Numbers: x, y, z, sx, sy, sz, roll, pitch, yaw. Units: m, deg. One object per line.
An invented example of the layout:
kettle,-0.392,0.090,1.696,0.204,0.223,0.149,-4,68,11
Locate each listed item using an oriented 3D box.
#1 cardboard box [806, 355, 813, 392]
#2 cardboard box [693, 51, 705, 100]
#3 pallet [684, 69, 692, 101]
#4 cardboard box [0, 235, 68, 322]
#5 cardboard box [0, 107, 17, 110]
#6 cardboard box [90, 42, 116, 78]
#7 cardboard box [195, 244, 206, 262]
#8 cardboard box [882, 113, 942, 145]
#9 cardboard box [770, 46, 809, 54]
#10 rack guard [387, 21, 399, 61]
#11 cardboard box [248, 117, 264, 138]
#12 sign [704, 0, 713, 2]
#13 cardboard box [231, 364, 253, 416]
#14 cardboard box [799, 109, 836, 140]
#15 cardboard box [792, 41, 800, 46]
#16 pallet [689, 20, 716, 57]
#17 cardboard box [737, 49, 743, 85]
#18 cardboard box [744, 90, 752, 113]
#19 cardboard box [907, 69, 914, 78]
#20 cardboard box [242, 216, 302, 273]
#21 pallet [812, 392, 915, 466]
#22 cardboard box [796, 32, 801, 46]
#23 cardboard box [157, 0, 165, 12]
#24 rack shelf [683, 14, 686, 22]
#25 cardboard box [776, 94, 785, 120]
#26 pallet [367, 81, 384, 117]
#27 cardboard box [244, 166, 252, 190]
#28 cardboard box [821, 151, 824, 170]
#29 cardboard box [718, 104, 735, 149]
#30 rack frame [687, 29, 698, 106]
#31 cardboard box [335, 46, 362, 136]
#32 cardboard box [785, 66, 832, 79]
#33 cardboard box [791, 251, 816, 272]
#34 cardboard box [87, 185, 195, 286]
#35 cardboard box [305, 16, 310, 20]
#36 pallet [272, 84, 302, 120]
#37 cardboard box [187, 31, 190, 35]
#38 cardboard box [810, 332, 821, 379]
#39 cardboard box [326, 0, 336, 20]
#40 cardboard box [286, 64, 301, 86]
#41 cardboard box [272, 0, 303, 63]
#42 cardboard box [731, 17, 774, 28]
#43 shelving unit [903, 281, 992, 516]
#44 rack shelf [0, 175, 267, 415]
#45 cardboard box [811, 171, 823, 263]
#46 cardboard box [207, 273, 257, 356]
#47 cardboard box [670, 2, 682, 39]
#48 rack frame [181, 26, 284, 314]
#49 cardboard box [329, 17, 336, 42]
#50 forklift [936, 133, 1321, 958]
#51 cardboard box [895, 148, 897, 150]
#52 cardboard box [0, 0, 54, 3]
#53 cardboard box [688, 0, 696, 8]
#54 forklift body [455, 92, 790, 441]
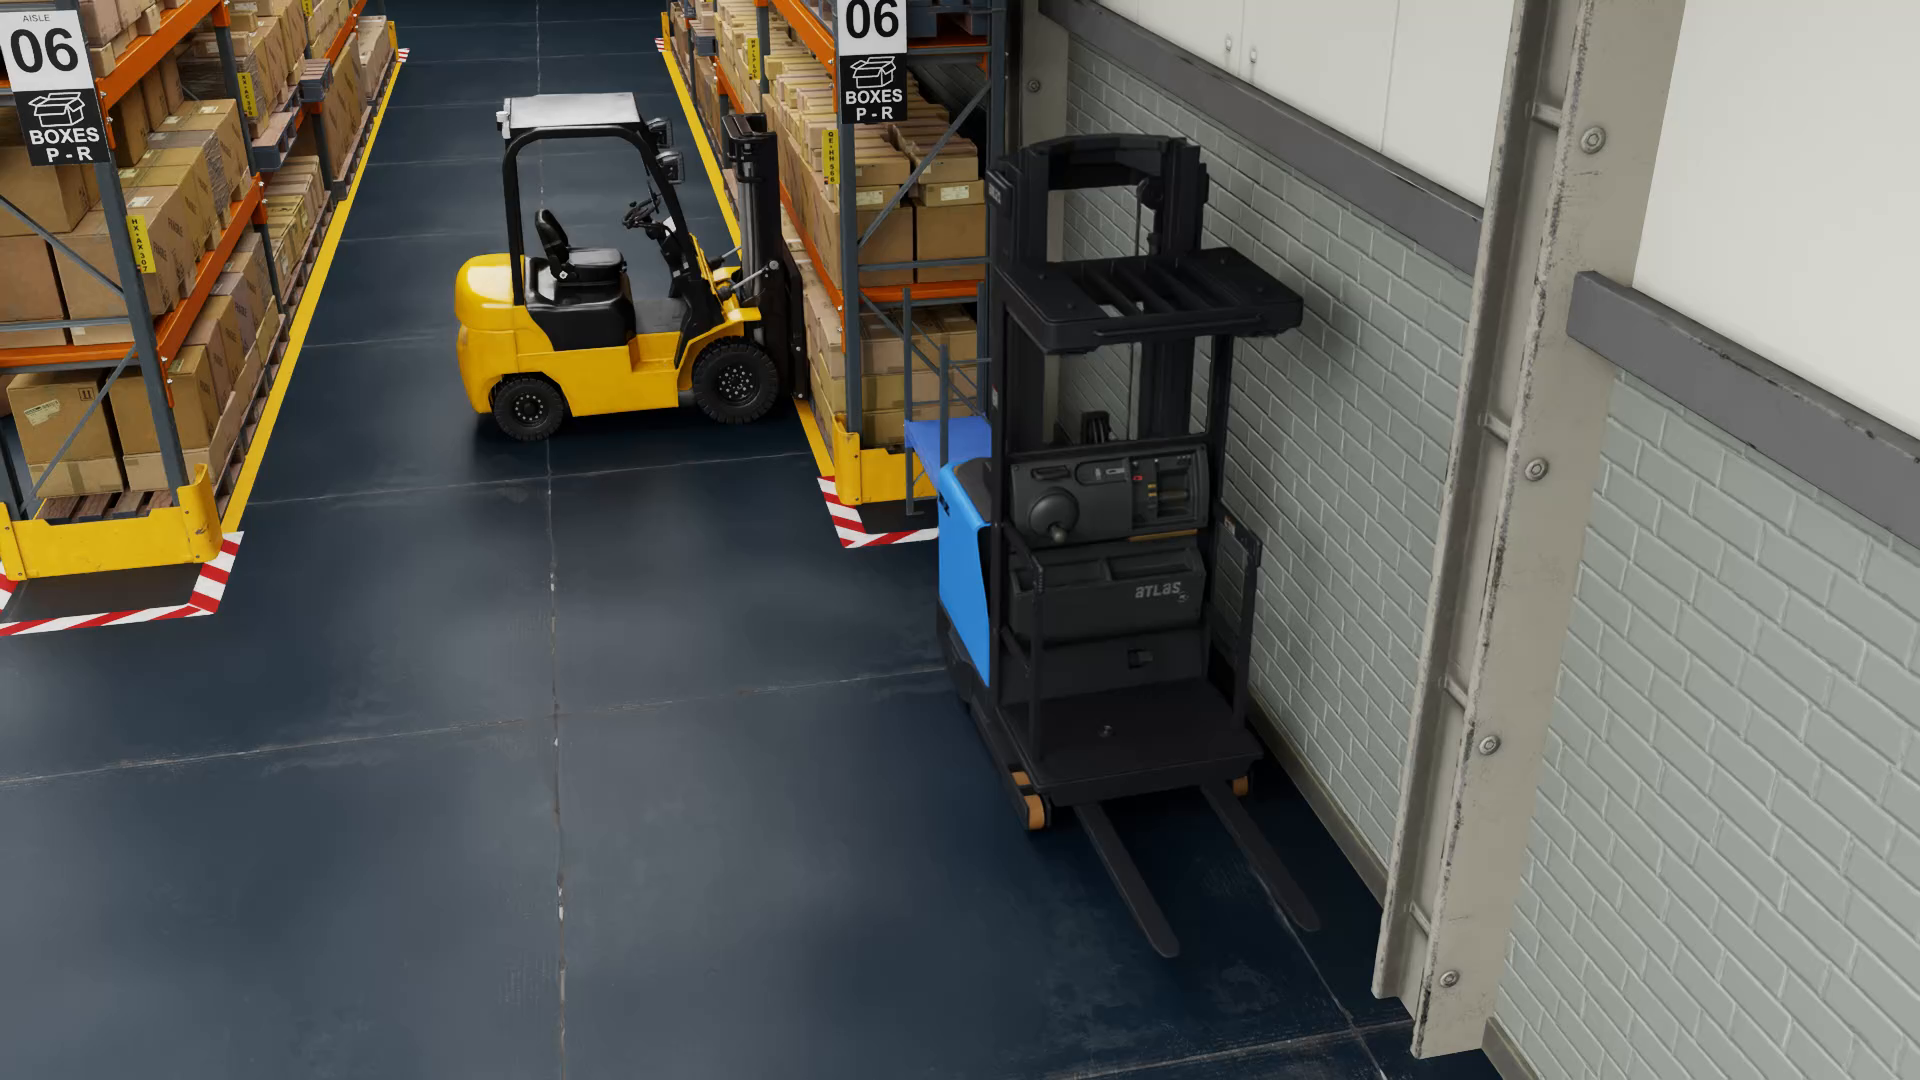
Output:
cardboard box,-0.851,-1.275,12.032,0.500,0.250,0.500,-6,27,-11
cardboard box,-3.045,-5.805,20.731,0.500,0.500,0.500,-5,27,-9
pallet,-3.089,-6.026,21.954,1.003,0.211,1.213,-6,27,-12
cardboard box,-5.456,-1.583,9.616,0.500,0.500,0.500,-6,27,-13
cardboard box,-5.715,-2.458,10.239,0.700,0.500,0.500,-6,27,-12
cardboard box,-4.824,-2.601,9.024,0.380,0.149,0.250,-6,27,-12
cardboard box,-5.244,-1.942,11.048,0.380,0.149,0.250,-7,28,-13
cardboard box,-0.323,-2.793,11.294,0.380,0.149,0.250,-5,27,-10
cardboard box,-1.505,-4.143,14.298,0.380,0.149,0.250,-6,27,-12
rack guard,-8.677,-7.114,23.789,1.175,0.500,0.348,-6,27,-12
cardboard box,-5.784,-3.301,13.274,0.380,0.149,0.250,-6,27,-11
sign,-2.560,-5.635,16.889,0.100,0.325,0.005,-6,27,-12
cardboard box,-5.221,-1.001,11.489,0.500,0.250,0.500,-4,27,-8
cardboard box,-0.902,-2.854,11.414,0.380,0.149,0.250,-5,27,-11
cardboard box,-1.328,-4.534,15.516,0.500,0.250,0.500,-6,27,-13
pallet,-2.255,-5.418,17.868,1.213,0.211,1.003,-6,27,-12
cardboard box,-1.724,-4.253,14.959,0.500,0.250,0.500,-5,27,-11
cardboard box,-1.619,-3.805,14.626,0.500,0.250,0.500,-6,27,-12
cardboard box,-0.559,-3.482,12.658,0.380,0.149,0.250,-6,27,-13
cardboard box,-6.253,-2.511,14.346,0.950,0.372,0.625,-4,27,-8
pallet,-0.444,-0.788,11.576,1.003,0.211,1.213,-6,27,-12
cardboard box,-1.300,-4.641,15.286,0.380,0.149,0.250,-6,27,-11
cardboard box,-5.405,-3.495,10.795,0.380,0.149,0.250,-5,27,-10
rack shelf,-3.386,-7.526,22.630,1.077,0.370,4.000,-6,27,-12
cardboard box,-1.187,-3.284,12.596,0.380,0.149,0.250,-5,27,-10
pallet,-7.865,-5.560,21.032,1.003,0.211,1.213,-6,27,-12
cardboard box,-5.598,-2.729,12.607,0.380,0.149,0.250,-6,27,-12
cardboard box,-0.712,-2.498,11.040,0.380,0.149,0.250,-6,27,-12
cardboard box,-2.338,-4.448,18.042,0.500,0.500,0.500,-5,27,-10
rack frame,-2.935,-6.969,20.728,1.000,3.000,0.127,-6,27,-12
cardboard box,-7.341,-5.042,18.803,0.875,0.875,0.875,-5,27,-10
cardboard box,-1.136,-3.537,12.768,0.380,0.149,0.250,-6,27,-13
cardboard box,-0.989,-1.945,12.250,0.500,0.250,0.500,-7,28,-13
cardboard box,-5.022,-1.836,10.117,0.500,0.500,0.500,-5,27,-10
cardboard box,-6.741,-5.440,16.478,0.500,0.500,0.500,-7,28,-13
pallet,-6.383,-3.757,14.577,1.003,0.211,1.213,-6,27,-12
cardboard box,-6.544,-4.205,13.624,0.380,0.149,0.250,-7,28,-14
cardboard box,-0.747,-1.287,11.502,0.500,0.250,0.500,-6,27,-12
cardboard box,-7.059,-5.782,17.988,0.500,0.250,0.500,-5,27,-11
cardboard box,-6.210,-4.215,15.086,0.380,0.149,0.250,-5,27,-11
cardboard box,-6.368,-4.675,15.276,0.500,0.500,0.500,-6,27,-12
cardboard box,-1.947,-4.812,15.623,0.380,0.149,0.250,-5,27,-11
shelving unit,0.019,-0.632,9.838,0.538,1.500,1.048,-6,27,-12
rack shelf,-5.516,-1.752,11.191,1.077,0.370,4.000,-6,27,-12
cardboard box,-0.705,-2.164,11.097,0.500,0.500,0.500,-5,27,-10
cardboard box,-5.340,-1.567,11.778,0.500,0.500,0.500,-5,27,-9
cardboard box,-3.791,-7.520,24.124,0.797,0.503,0.637,-7,28,-14
rack frame,-5.967,-2.951,12.768,1.000,3.000,0.127,-6,27,-12
cardboard box,-7.094,-5.552,18.086,0.500,0.250,0.500,-6,27,-12
forklift,0.741,-0.172,7.337,1.130,2.935,3.031,-7,28,-13
cardboard box,-0.224,-2.548,11.138,0.380,0.149,0.250,-7,28,-13
cardboard box,-4.947,-2.955,8.840,0.380,0.149,0.250,-6,27,-12
cardboard box,-2.750,-6.394,19.012,0.700,0.500,0.500,-6,27,-12
forklift body,-2.435,-1.969,11.765,2.313,2.155,1.214,-6,27,-12
